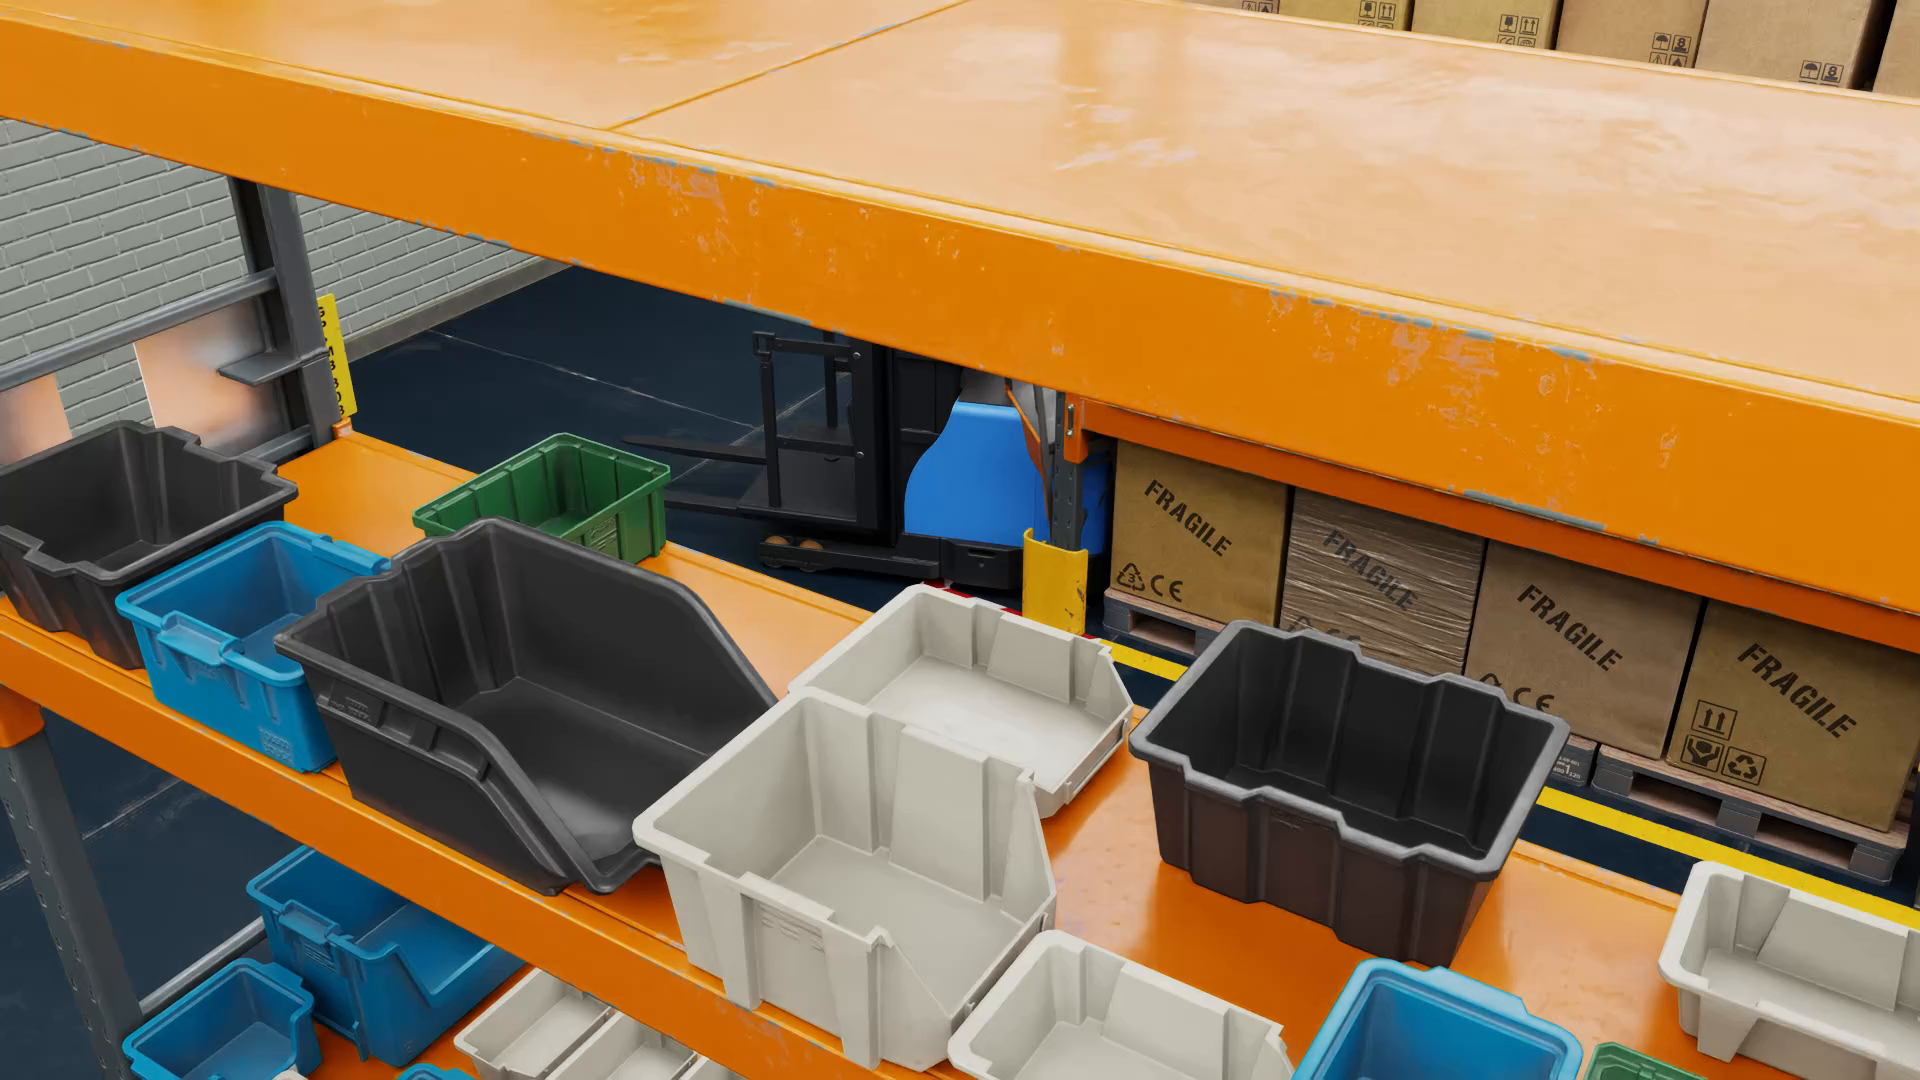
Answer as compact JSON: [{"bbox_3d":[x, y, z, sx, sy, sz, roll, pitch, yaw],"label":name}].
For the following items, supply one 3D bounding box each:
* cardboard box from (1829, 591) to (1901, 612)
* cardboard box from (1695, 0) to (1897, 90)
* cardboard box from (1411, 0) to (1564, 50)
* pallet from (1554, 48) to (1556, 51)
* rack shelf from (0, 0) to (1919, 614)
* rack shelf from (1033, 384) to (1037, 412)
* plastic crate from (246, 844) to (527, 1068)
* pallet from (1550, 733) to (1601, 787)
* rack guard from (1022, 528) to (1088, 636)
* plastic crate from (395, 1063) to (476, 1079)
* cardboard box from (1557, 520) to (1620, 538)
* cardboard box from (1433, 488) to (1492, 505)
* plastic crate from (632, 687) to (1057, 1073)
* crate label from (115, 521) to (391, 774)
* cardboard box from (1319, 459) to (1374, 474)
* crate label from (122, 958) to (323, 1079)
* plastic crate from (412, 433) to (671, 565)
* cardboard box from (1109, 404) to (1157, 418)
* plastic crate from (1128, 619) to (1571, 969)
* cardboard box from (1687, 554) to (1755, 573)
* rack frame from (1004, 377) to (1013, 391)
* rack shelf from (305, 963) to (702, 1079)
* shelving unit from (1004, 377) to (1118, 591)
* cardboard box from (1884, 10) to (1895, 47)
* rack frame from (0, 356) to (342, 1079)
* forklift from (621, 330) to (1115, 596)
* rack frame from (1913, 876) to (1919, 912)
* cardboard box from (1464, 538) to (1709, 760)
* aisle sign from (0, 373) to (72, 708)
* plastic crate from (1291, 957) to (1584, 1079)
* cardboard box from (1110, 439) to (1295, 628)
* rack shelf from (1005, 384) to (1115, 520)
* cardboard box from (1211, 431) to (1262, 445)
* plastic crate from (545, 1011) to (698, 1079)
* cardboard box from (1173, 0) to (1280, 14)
[{"bbox_3d":[3.507,0.094,6.362,0.250,0.149,0.380,18,35,28],"label":"cardboard box"},{"bbox_3d":[3.010,-1.898,5.934,0.500,0.500,0.700,19,35,30],"label":"cardboard box"},{"bbox_3d":[2.116,-2.203,6.457,0.500,0.500,0.700,15,34,24],"label":"cardboard box"},{"bbox_3d":[2.442,-1.812,6.491,1.213,0.211,1.003,18,35,27],"label":"pallet"},{"bbox_3d":[-0.169,-0.534,2.346,4.000,0.370,1.077,18,35,27],"label":"rack shelf"},{"bbox_3d":[0.445,-1.000,7.861,0.431,0.518,0.480,-18,44,-10],"label":"rack shelf"},{"bbox_3d":[-1.480,1.007,4.453,0.499,0.435,0.616,18,35,27],"label":"plastic crate"},{"bbox_3d":[2.518,0.637,7.949,1.213,0.211,1.003,18,35,27],"label":"pallet"},{"bbox_3d":[0.750,-0.002,8.758,0.348,0.500,1.175,18,35,27],"label":"rack guard"},{"bbox_3d":[-1.271,1.468,3.864,0.300,0.233,0.416,18,35,27],"label":"plastic crate"},{"bbox_3d":[2.637,-0.182,6.834,0.250,0.149,0.380,17,34,27],"label":"cardboard box"},{"bbox_3d":[2.199,-0.320,7.071,0.250,0.149,0.380,17,34,26],"label":"cardboard box"},{"bbox_3d":[-0.150,0.519,2.524,0.530,0.282,0.437,18,35,27],"label":"plastic crate"},{"bbox_3d":[-1.253,0.192,3.115,0.502,0.251,0.408,18,35,27],"label":"crate label"},{"bbox_3d":[1.767,-0.457,7.306,0.250,0.149,0.380,17,34,26],"label":"cardboard box"},{"bbox_3d":[-1.829,1.291,4.166,0.303,0.233,0.416,18,35,27],"label":"crate label"},{"bbox_3d":[-0.875,-0.024,3.547,0.336,0.188,0.450,18,35,27],"label":"plastic crate"},{"bbox_3d":[0.896,-0.731,7.776,0.250,0.149,0.380,18,35,28],"label":"cardboard box"},{"bbox_3d":[0.619,0.421,2.705,0.590,0.269,0.497,18,35,27],"label":"plastic crate"},{"bbox_3d":[3.073,-0.044,6.598,0.250,0.149,0.380,18,35,28],"label":"cardboard box"},{"bbox_3d":[0.441,-0.661,8.506,0.400,2.100,0.015,-18,44,-10],"label":"rack frame"},{"bbox_3d":[-0.169,1.885,3.757,4.000,0.370,1.077,18,35,27],"label":"rack shelf"},{"bbox_3d":[0.521,-0.508,8.333,0.431,2.100,0.503,-18,44,-10],"label":"shelving unit"},{"bbox_3d":[5.472,-2.987,10.007,0.500,0.500,0.500,19,35,29],"label":"cardboard box"},{"bbox_3d":[-1.863,1.038,4.494,0.127,3.000,1.000,18,35,27],"label":"rack frame"},{"bbox_3d":[-0.604,-1.343,8.643,3.031,2.935,1.130,7,31,12],"label":"forklift"},{"bbox_3d":[4.158,-0.004,6.280,0.127,3.000,1.000,18,35,27],"label":"rack frame"},{"bbox_3d":[2.880,0.280,7.485,0.875,0.875,0.875,18,35,27],"label":"cardboard box"},{"bbox_3d":[-2.082,0.023,3.654,0.004,0.787,0.394,18,35,27],"label":"aisle sign"},{"bbox_3d":[0.584,0.779,2.128,0.300,0.233,0.416,18,35,27],"label":"plastic crate"},{"bbox_3d":[1.355,-0.202,8.311,0.875,0.875,0.875,18,35,27],"label":"cardboard box"},{"bbox_3d":[0.523,-0.498,8.343,0.431,0.518,0.480,-18,44,-10],"label":"rack shelf"},{"bbox_3d":[1.331,-0.595,7.542,0.250,0.149,0.380,17,34,26],"label":"cardboard box"},{"bbox_3d":[-0.838,1.351,4.159,0.243,0.136,0.396,18,35,27],"label":"plastic crate"},{"bbox_3d":[1.239,-2.523,7.006,0.500,0.500,0.700,15,34,24],"label":"cardboard box"}]
